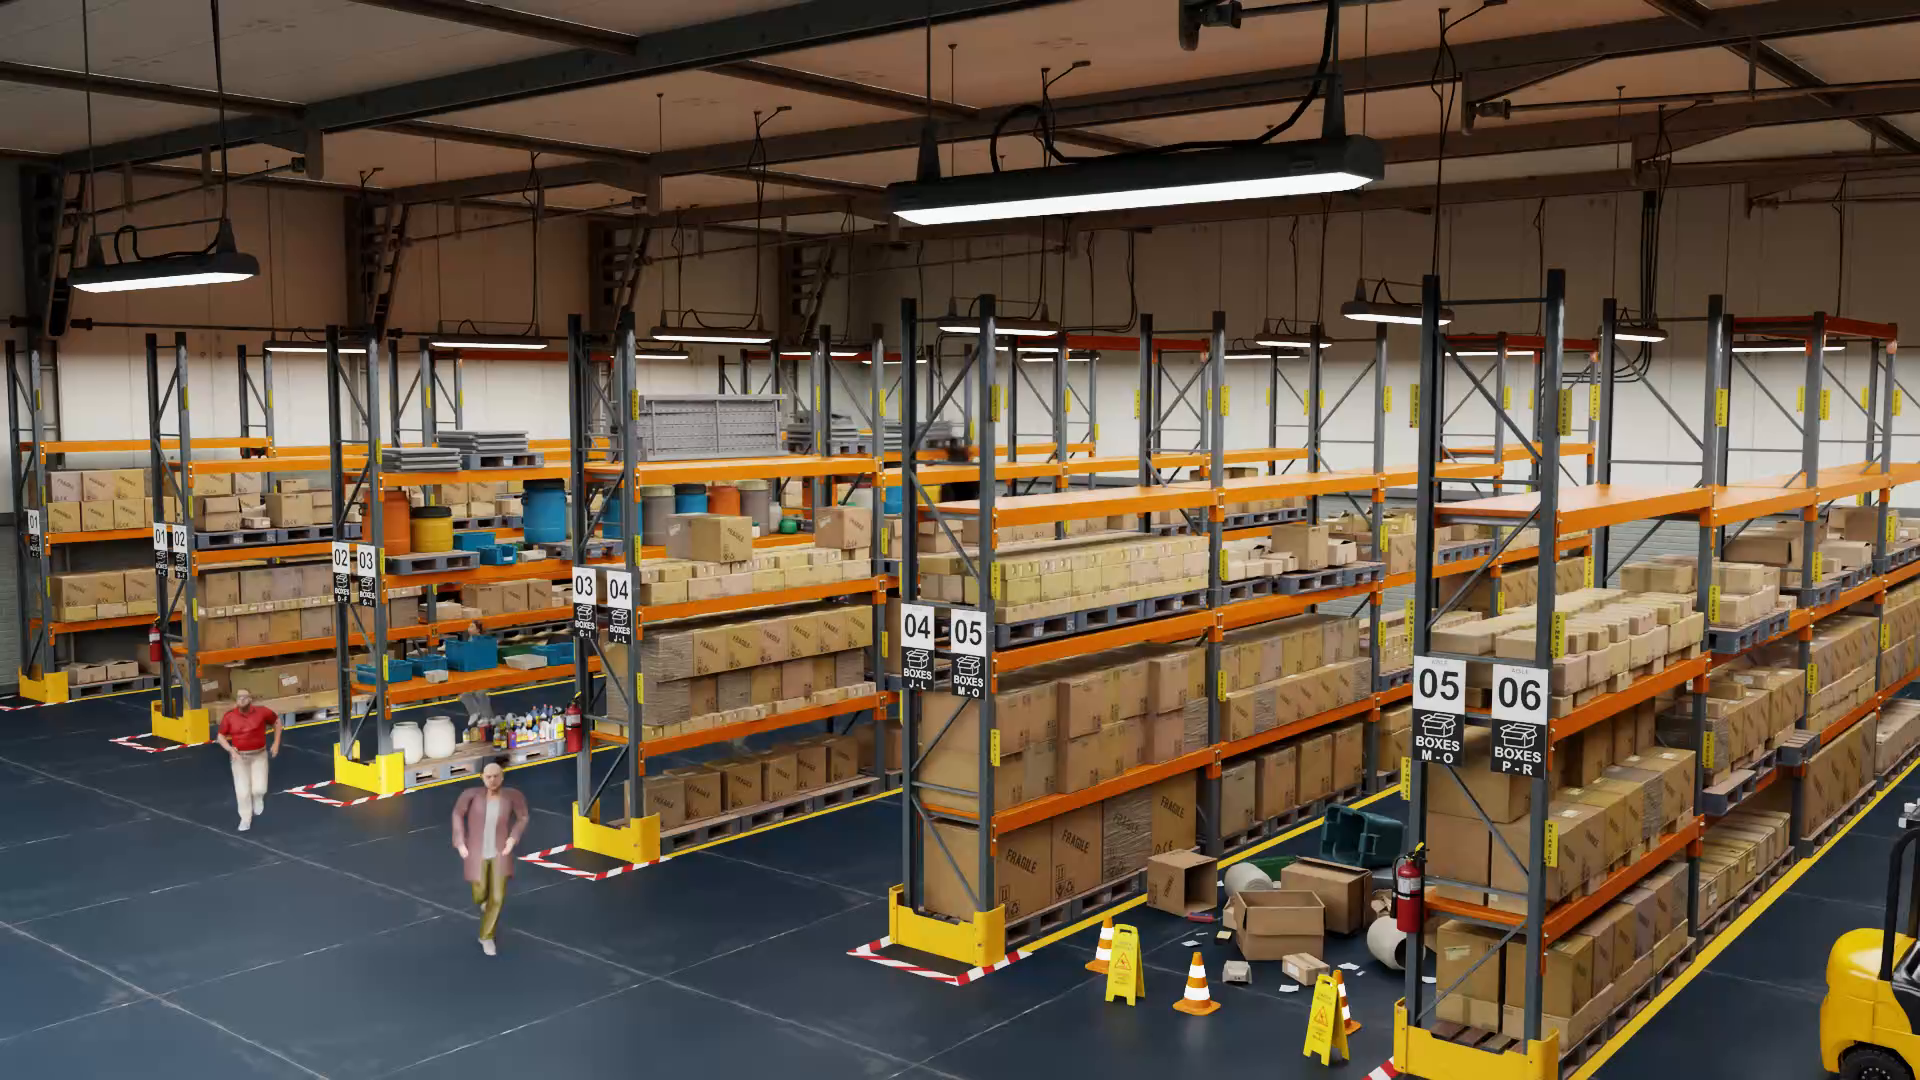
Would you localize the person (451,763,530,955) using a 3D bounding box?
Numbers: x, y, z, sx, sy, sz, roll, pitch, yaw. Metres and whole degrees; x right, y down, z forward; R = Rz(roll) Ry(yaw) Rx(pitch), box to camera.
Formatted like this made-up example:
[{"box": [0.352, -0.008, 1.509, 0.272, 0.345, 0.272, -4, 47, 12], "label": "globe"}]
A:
[{"box": [-4.389, 2.920, 15.573, 0.709, 1.743, 0.801, -1, 5, -15], "label": "person"}]

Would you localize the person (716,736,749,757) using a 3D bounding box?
[{"box": [-2.973, 2.332, 22.119, 0.667, 1.666, 0.523, 5, 7, 43], "label": "person"}]

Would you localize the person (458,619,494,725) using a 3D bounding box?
[{"box": [-7.430, 2.038, 25.544, 0.569, 1.647, 0.642, 3, 6, 28], "label": "person"}]

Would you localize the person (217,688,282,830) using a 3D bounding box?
[{"box": [-8.357, 2.576, 19.579, 0.695, 1.690, 0.657, -2, 5, -20], "label": "person"}]
